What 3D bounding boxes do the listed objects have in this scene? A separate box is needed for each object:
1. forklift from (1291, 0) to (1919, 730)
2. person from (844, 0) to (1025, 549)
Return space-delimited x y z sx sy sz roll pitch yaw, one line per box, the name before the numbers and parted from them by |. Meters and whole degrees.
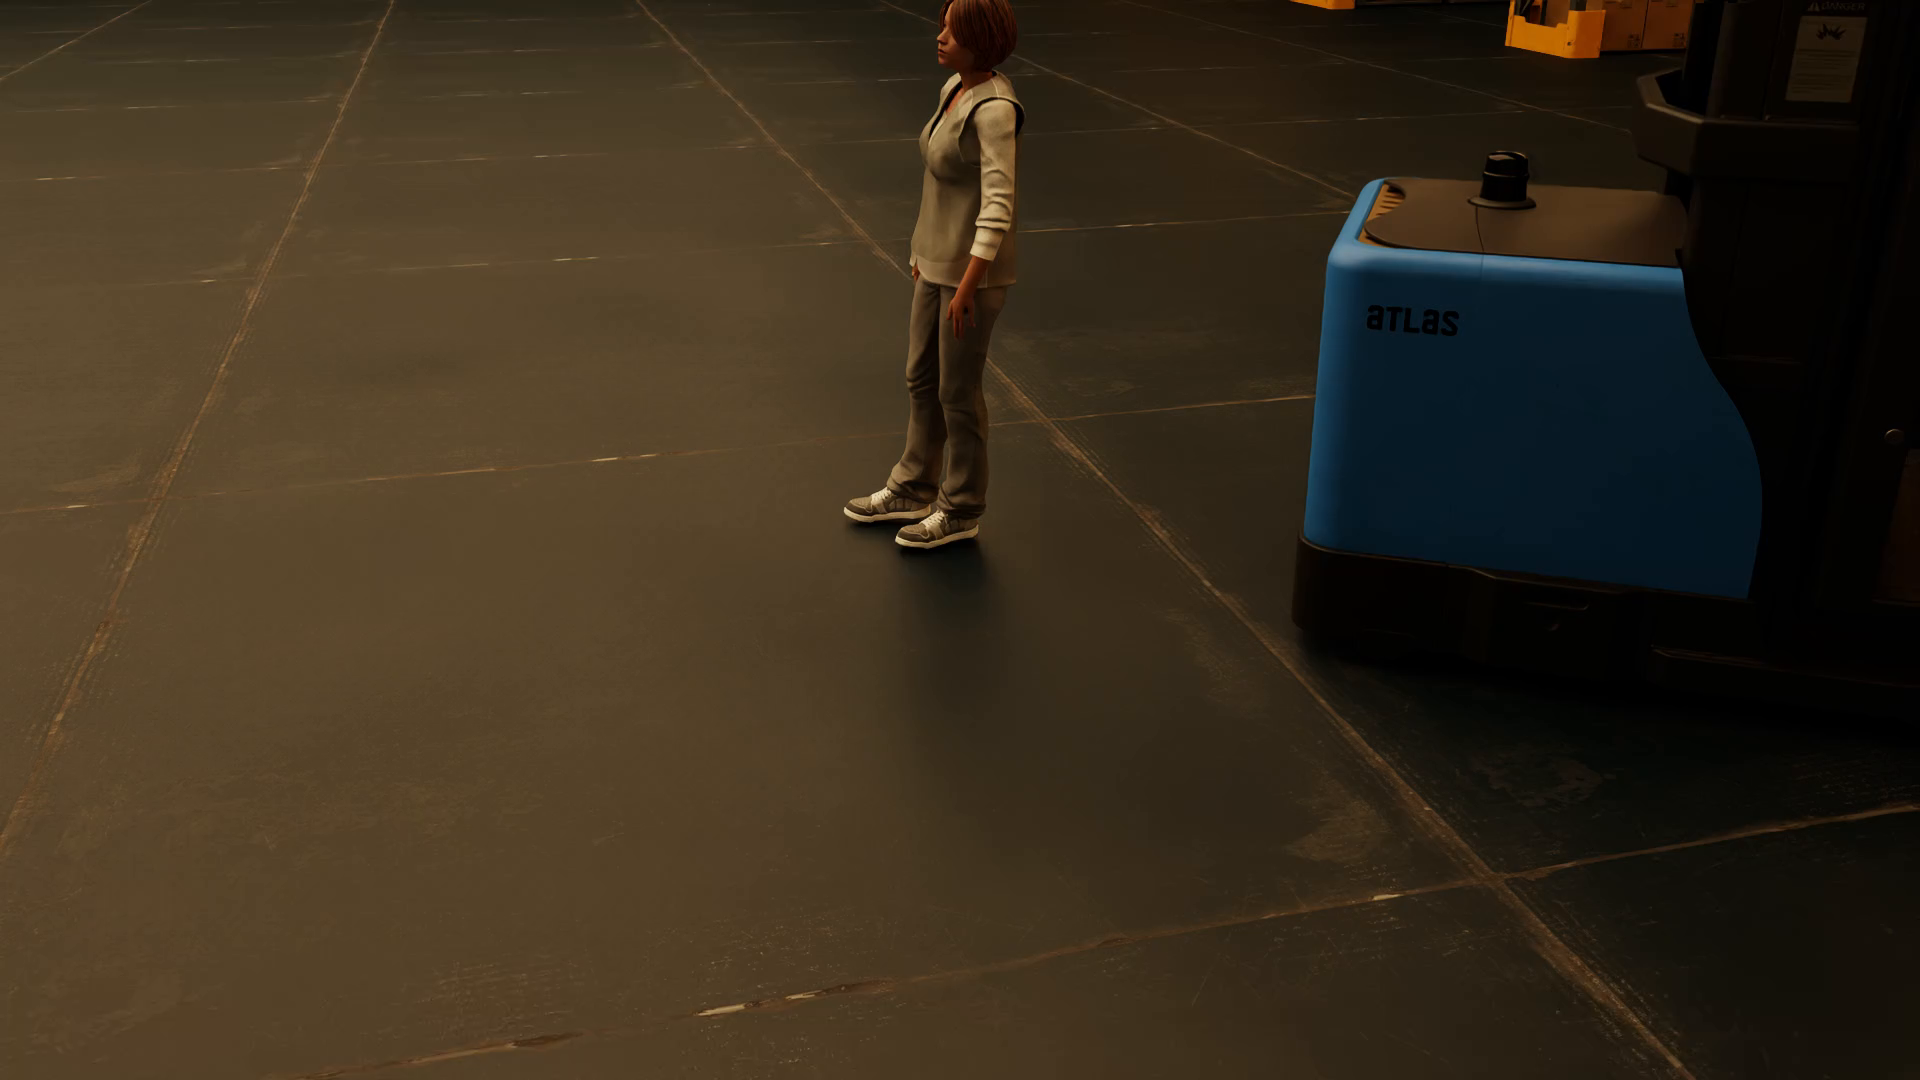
forklift | 2.448 -1.057 3.793 3.031 2.935 1.130 7 24 16
person | -0.075 -0.739 4.732 0.475 1.596 0.521 -6 24 -14
